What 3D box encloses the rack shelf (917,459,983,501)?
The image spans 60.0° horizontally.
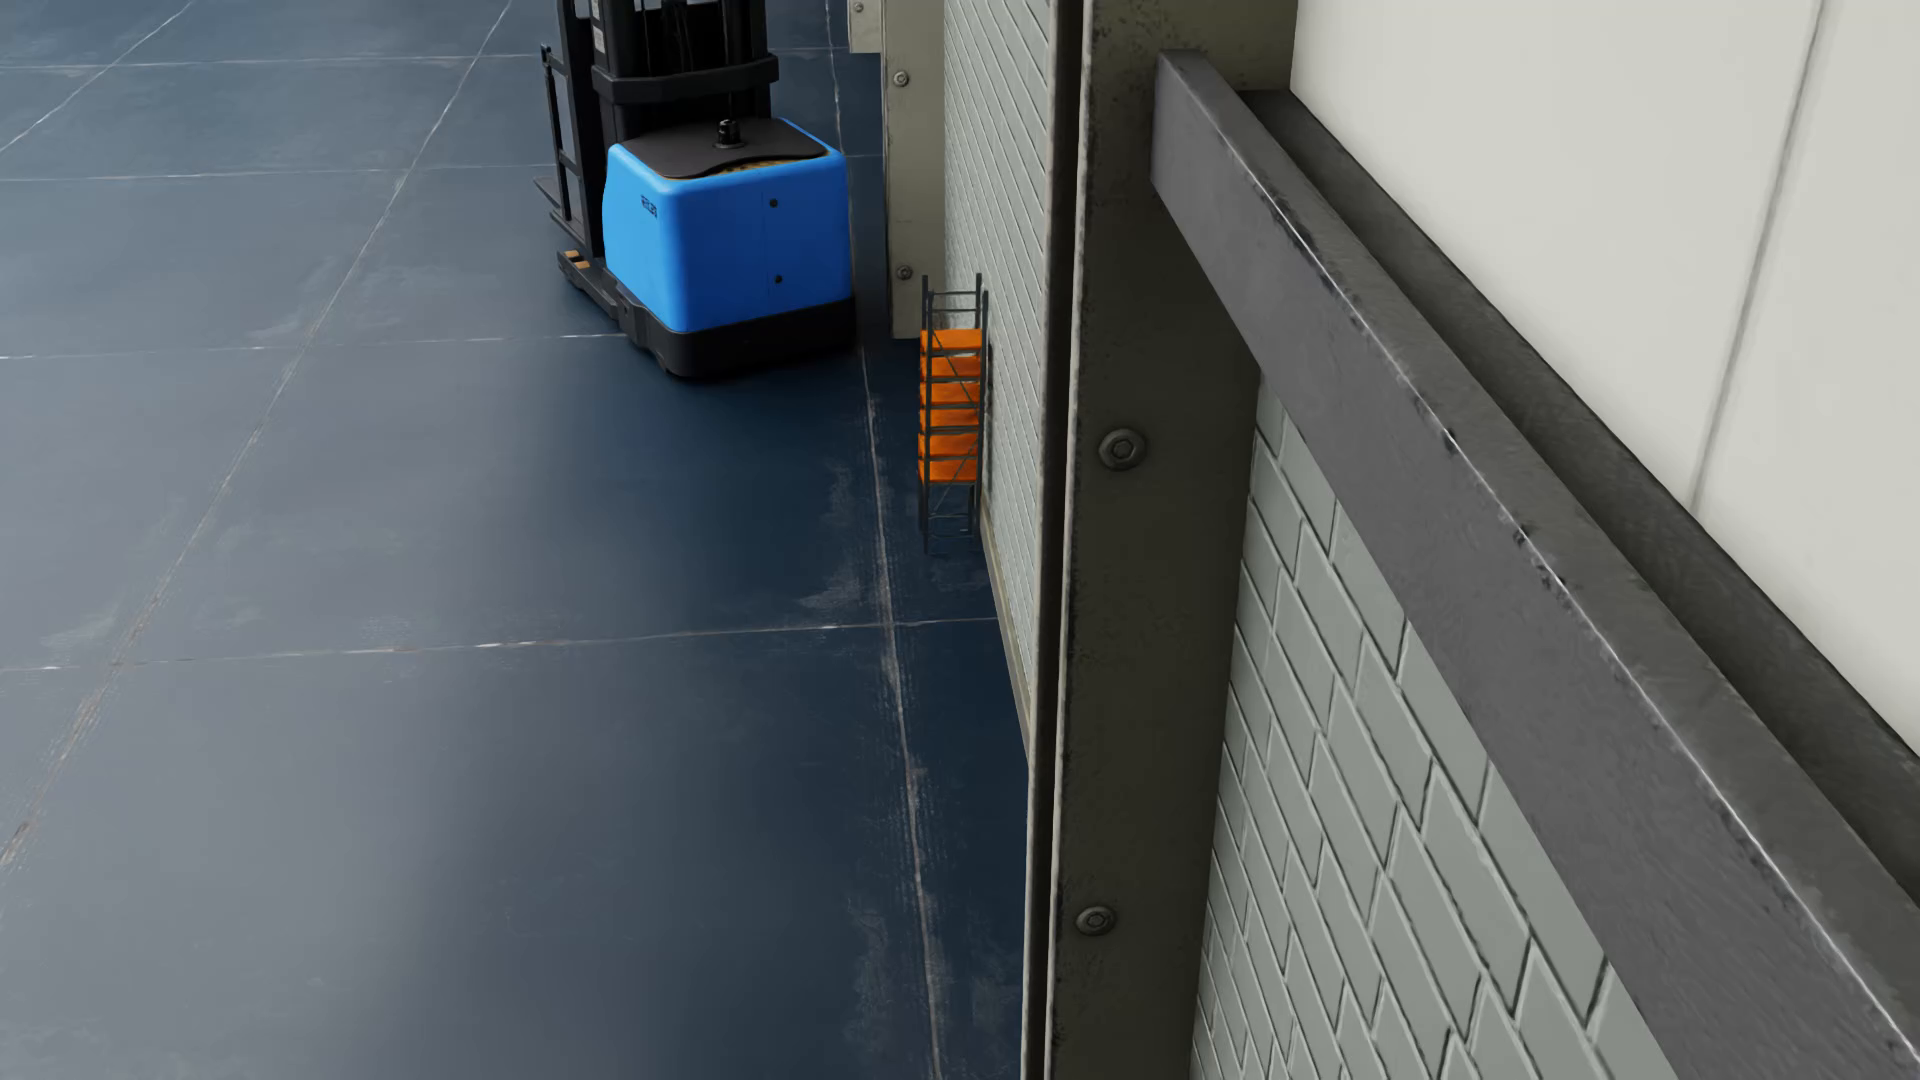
[{"bbox_3d":[-0.043,-0.261,7.063,0.258,0.103,0.180,-3,31,-8],"label":"rack shelf"}]

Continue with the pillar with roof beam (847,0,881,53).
[{"bbox_3d":[-5.089,-7.930,11.750,9.100,9.000,0.400,-3,31,-5],"label":"pillar with roof beam"}]

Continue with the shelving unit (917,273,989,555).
[{"bbox_3d":[-0.036,-0.507,6.920,0.258,1.200,0.189,-3,31,-8],"label":"shelving unit"}]

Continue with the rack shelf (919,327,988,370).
[{"bbox_3d":[-0.027,-0.780,6.761,0.258,0.103,0.180,-3,31,-8],"label":"rack shelf"}]

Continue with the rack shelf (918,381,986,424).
[{"bbox_3d":[-0.033,-0.572,6.882,0.258,0.103,0.180,-3,31,-8],"label":"rack shelf"}]

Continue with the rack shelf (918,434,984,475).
[{"bbox_3d":[-0.040,-0.365,7.002,0.258,0.103,0.180,-3,31,-8],"label":"rack shelf"}]

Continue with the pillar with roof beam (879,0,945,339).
[{"bbox_3d":[-4.529,-4.866,6.622,9.100,9.000,0.400,-3,31,-5],"label":"pillar with roof beam"}]

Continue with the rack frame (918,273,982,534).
[{"bbox_3d":[-0.048,-0.553,6.998,0.240,1.200,0.006,-3,31,-8],"label":"rack frame"}]

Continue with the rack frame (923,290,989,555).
[{"bbox_3d":[-0.023,-0.461,6.842,0.240,1.200,0.006,-3,31,-8],"label":"rack frame"}]

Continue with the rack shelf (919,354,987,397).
[{"bbox_3d":[-0.030,-0.676,6.821,0.258,0.103,0.180,-3,31,-8],"label":"rack shelf"}]

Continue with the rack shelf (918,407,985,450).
[{"bbox_3d":[-0.037,-0.469,6.942,0.258,0.103,0.180,-3,31,-8],"label":"rack shelf"}]

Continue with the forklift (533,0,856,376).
[{"bbox_3d":[-1.721,-2.821,9.115,1.130,2.935,3.031,-16,34,-25],"label":"forklift"}]
